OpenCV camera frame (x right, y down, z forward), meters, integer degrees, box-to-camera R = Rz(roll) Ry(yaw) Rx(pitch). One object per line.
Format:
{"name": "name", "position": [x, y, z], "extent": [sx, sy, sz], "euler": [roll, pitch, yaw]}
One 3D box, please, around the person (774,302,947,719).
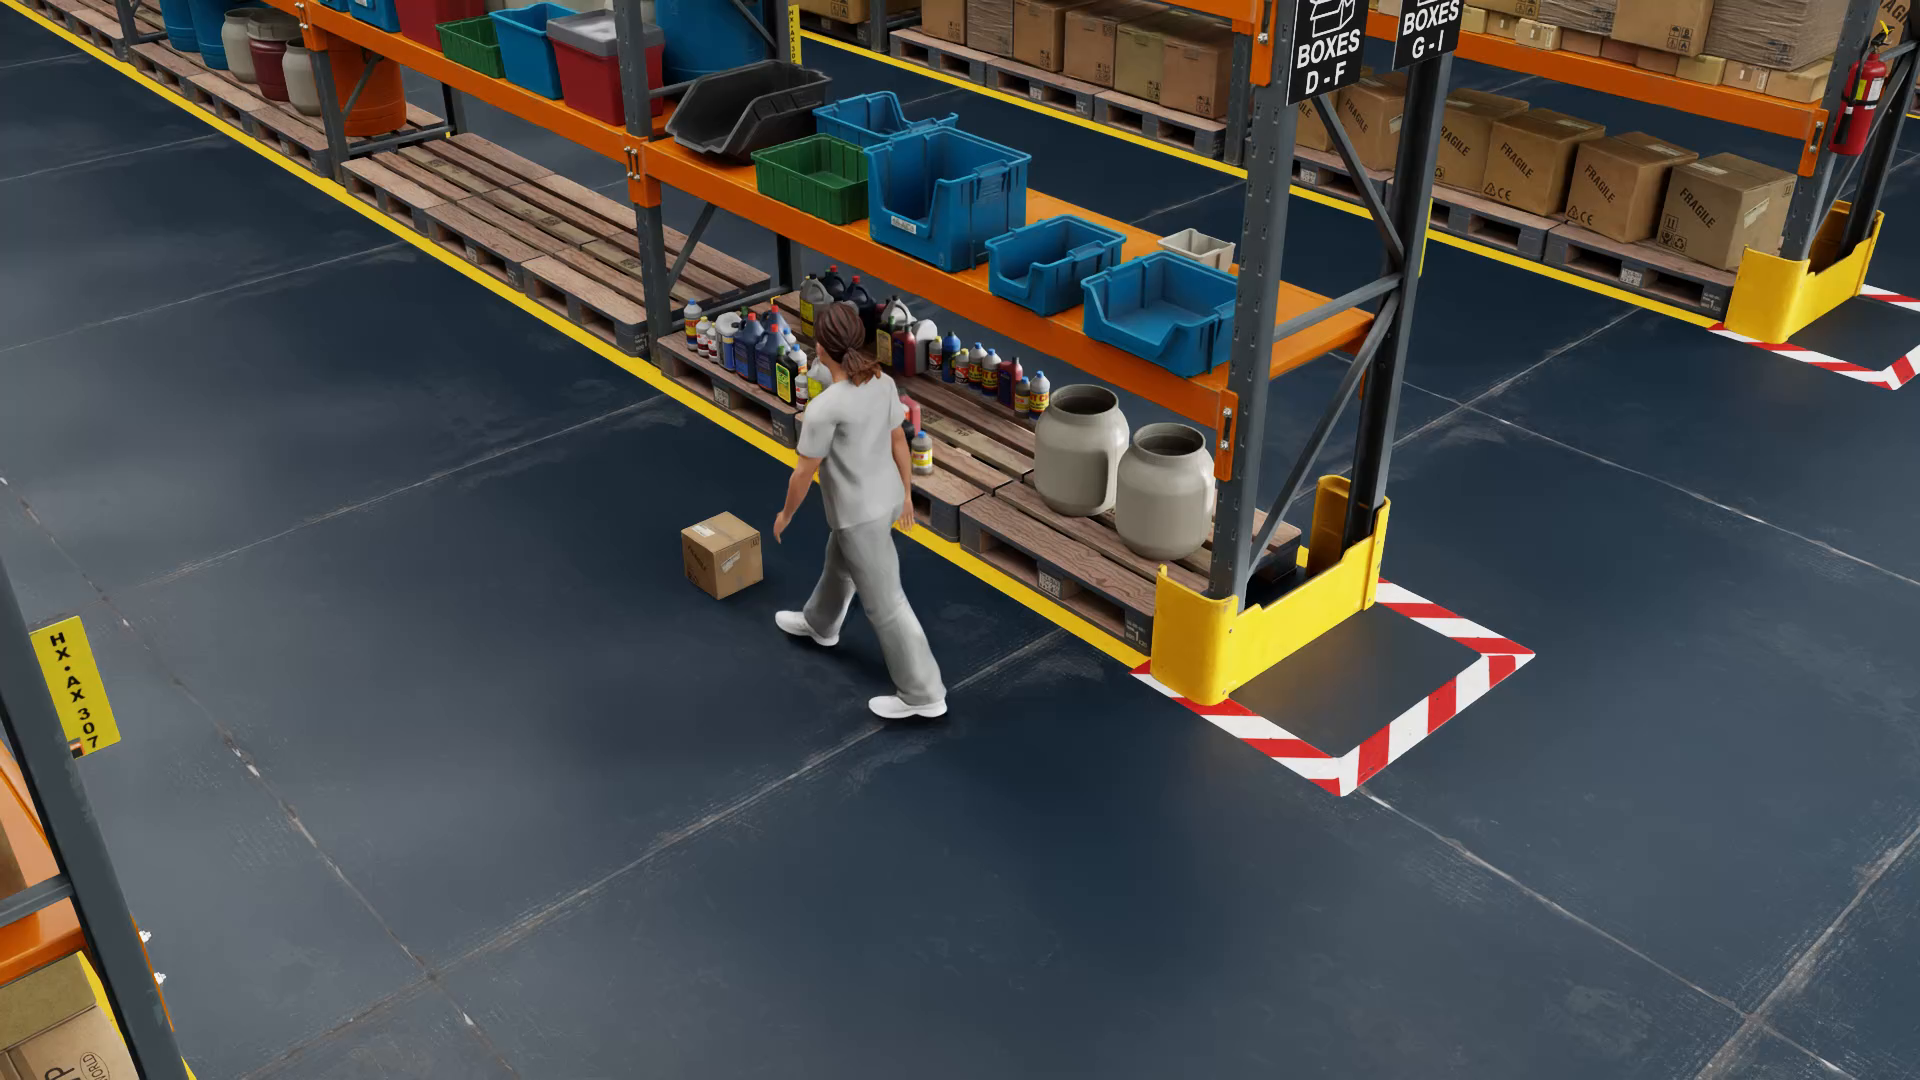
{"name": "person", "position": [-0.440, -0.132, 6.343], "extent": [0.925, 1.622, 0.455], "euler": [15, 35, 23]}
